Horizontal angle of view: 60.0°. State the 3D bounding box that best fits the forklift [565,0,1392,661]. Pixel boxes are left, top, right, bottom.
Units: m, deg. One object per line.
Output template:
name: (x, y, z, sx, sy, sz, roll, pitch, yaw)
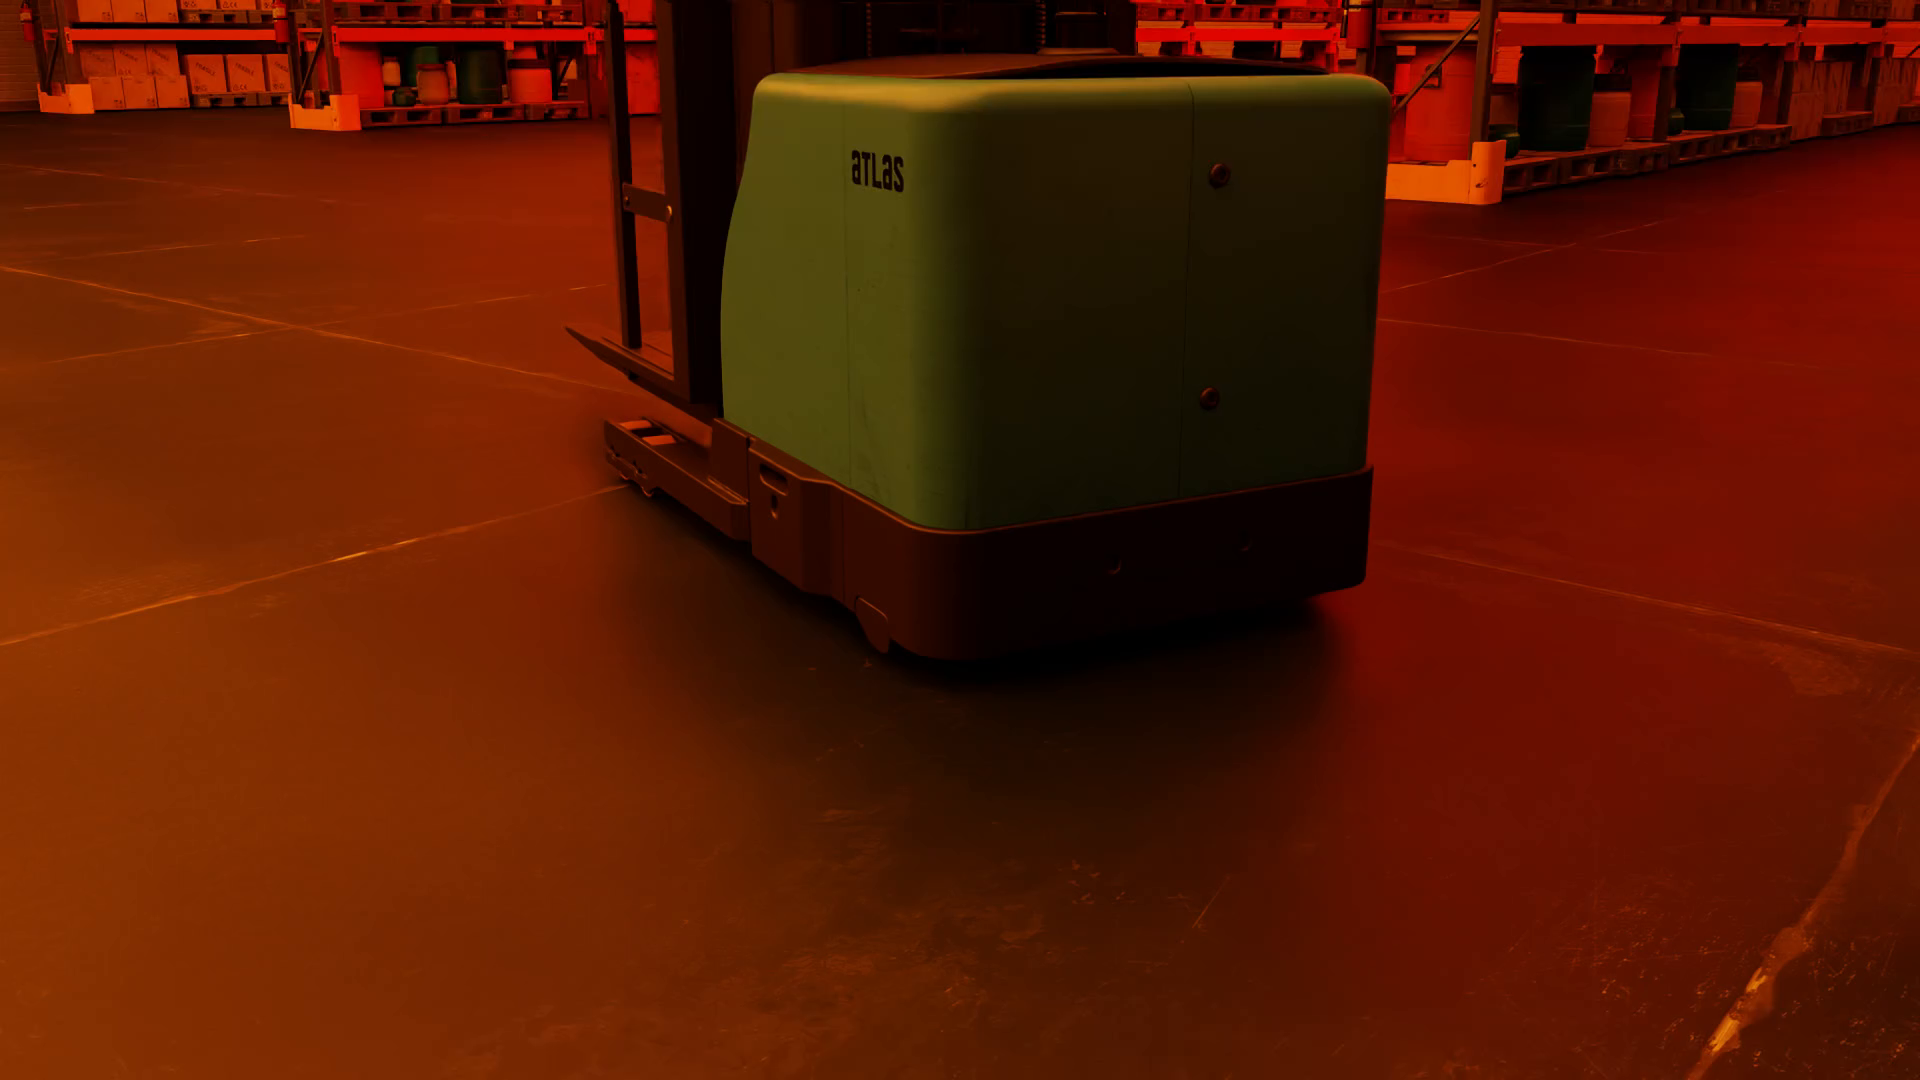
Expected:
forklift: (-0.300, -1.565, 4.052, 1.130, 2.935, 3.031, -9, 19, -27)
